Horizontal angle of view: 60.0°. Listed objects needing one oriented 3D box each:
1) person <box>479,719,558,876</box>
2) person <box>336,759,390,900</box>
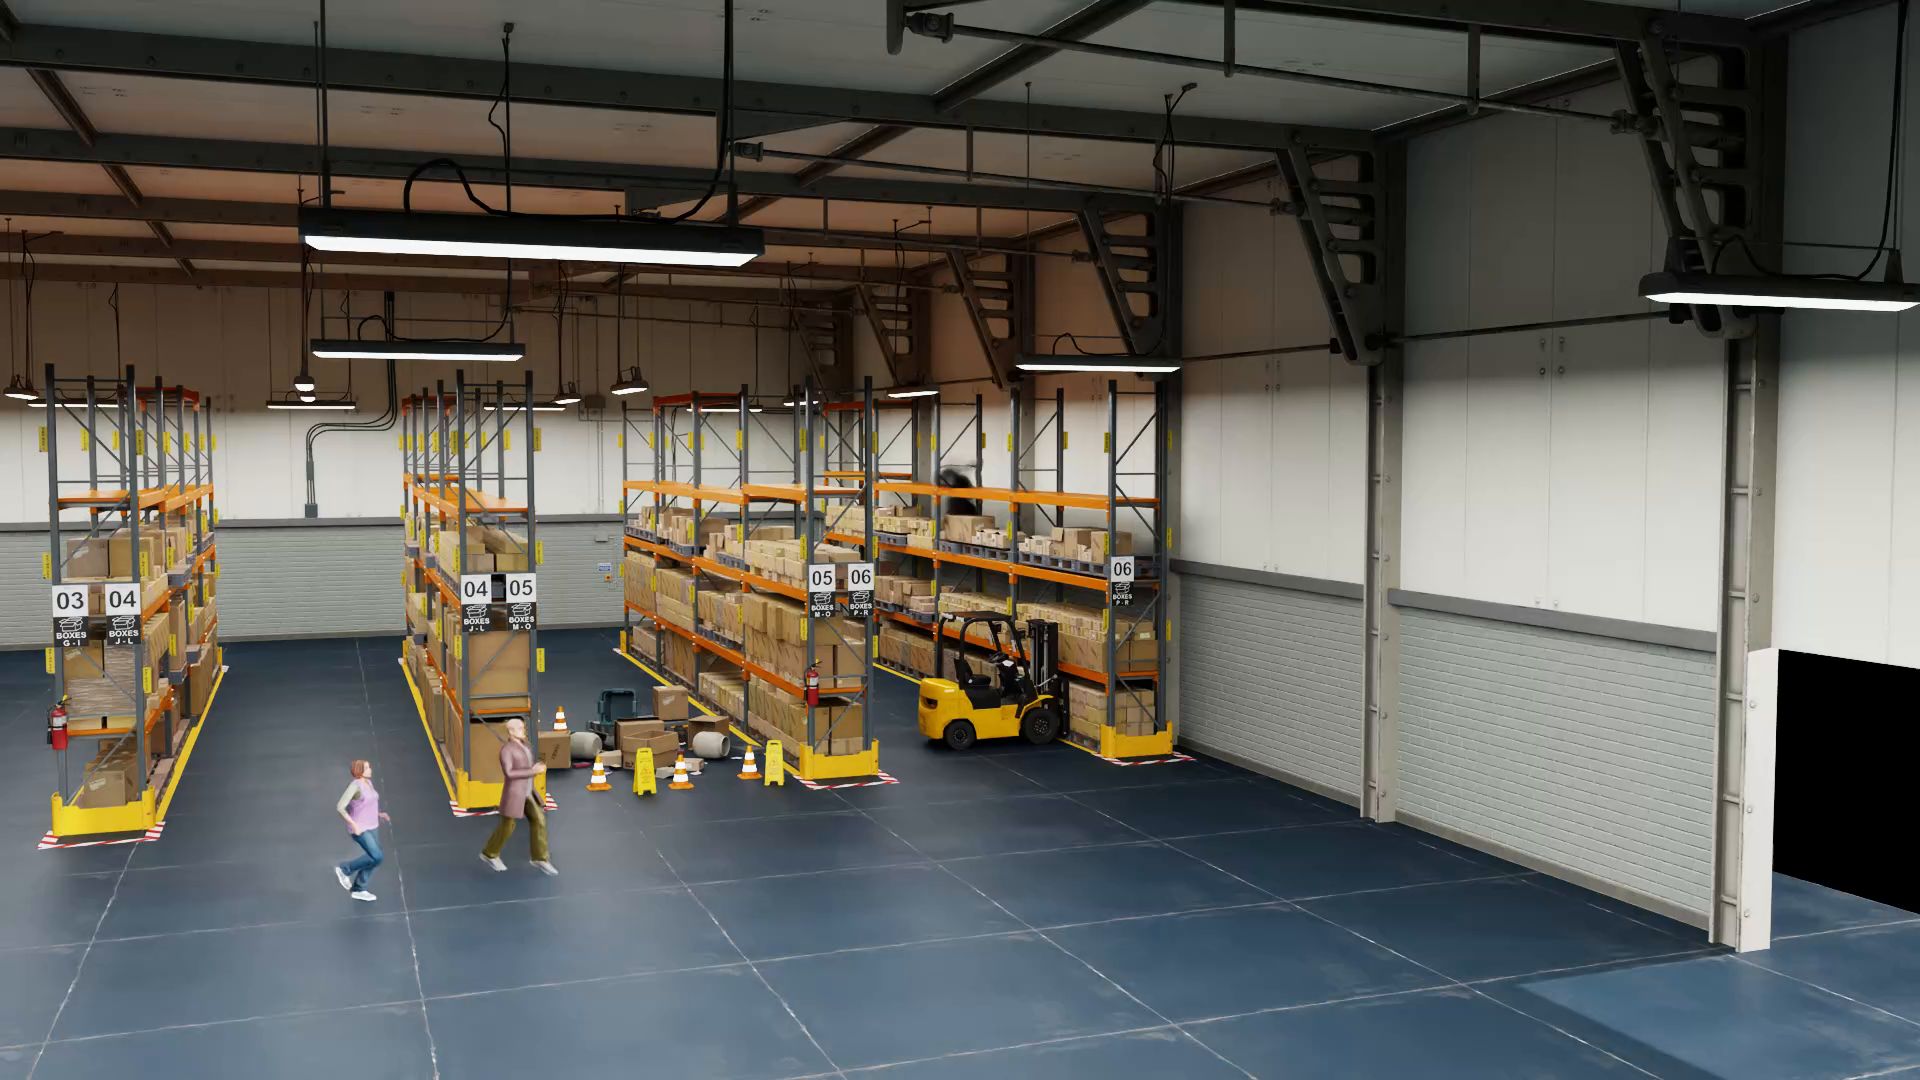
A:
[{"bbox_3d":[-5.132,2.973,19.234,0.929,1.832,0.677,1,3,16],"label":"person"},{"bbox_3d":[-6.527,3.169,18.191,0.545,1.559,0.535,0,3,7],"label":"person"}]
